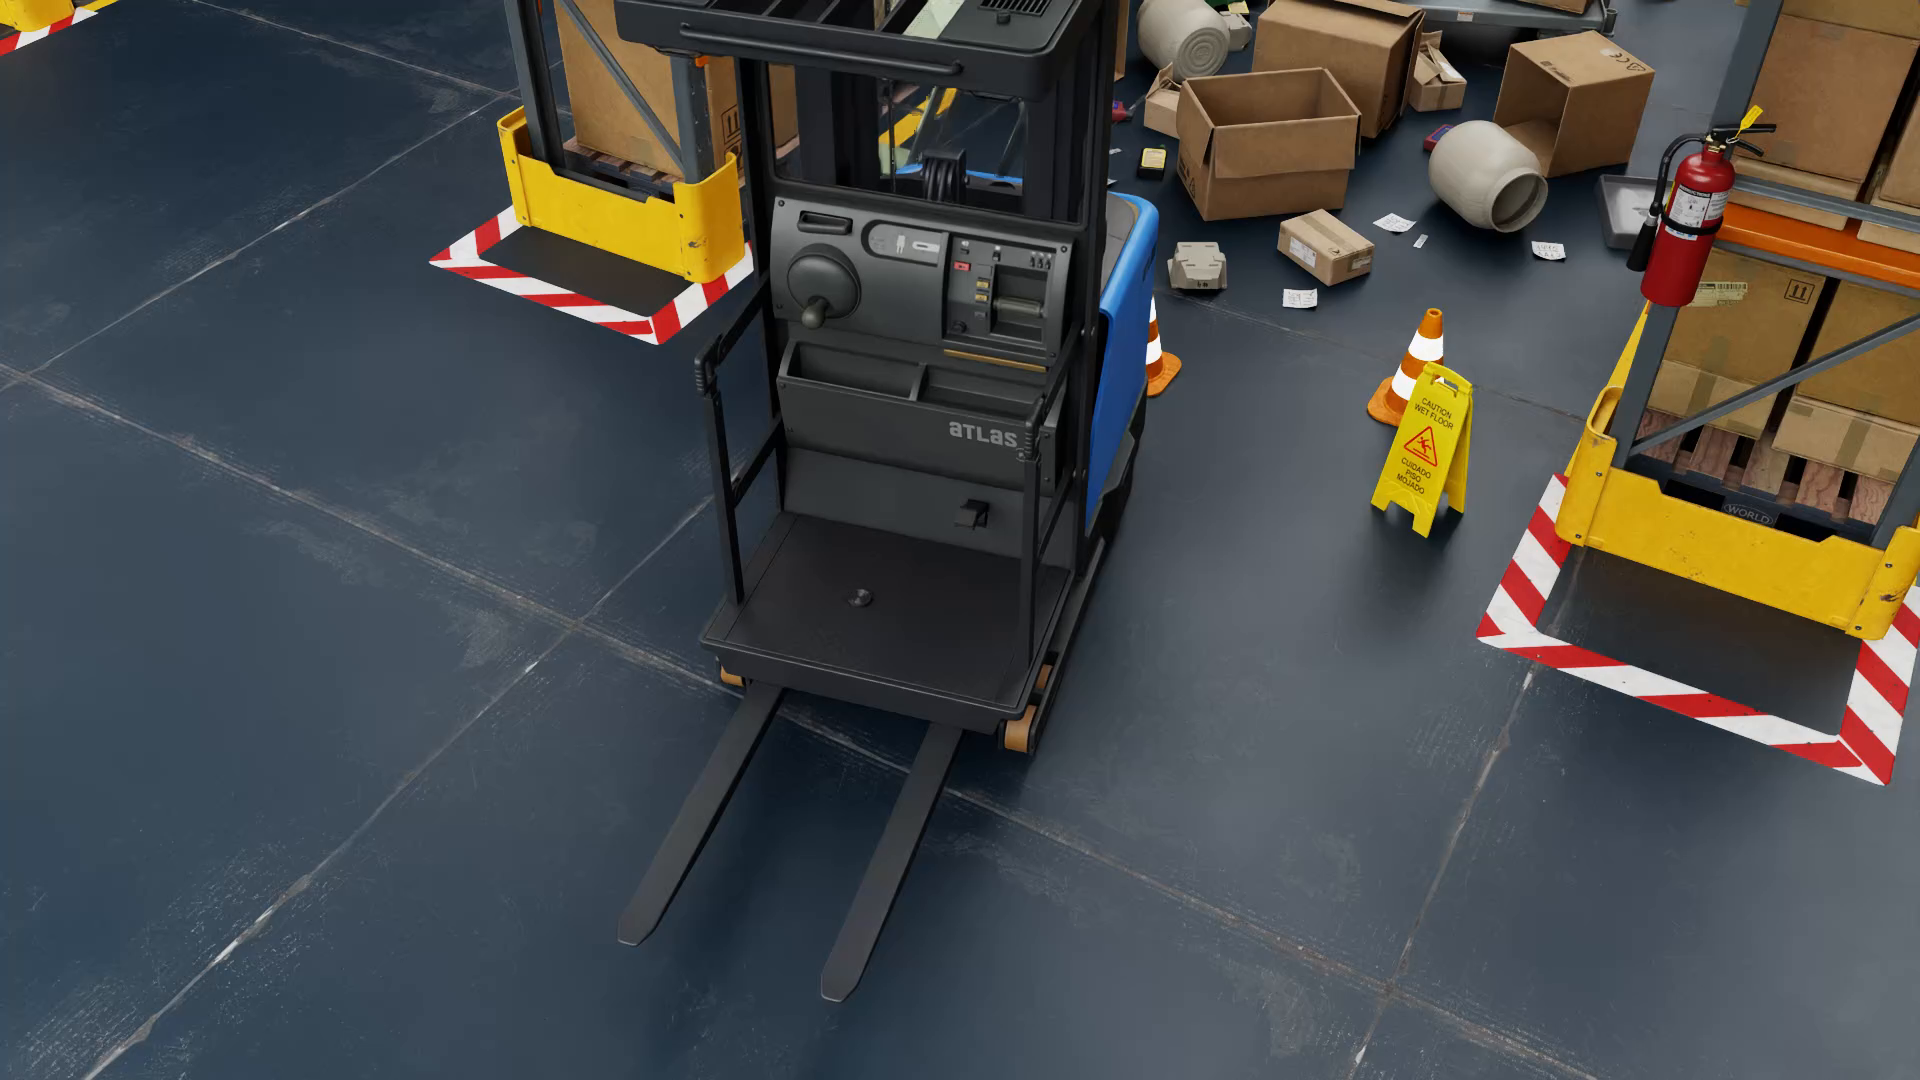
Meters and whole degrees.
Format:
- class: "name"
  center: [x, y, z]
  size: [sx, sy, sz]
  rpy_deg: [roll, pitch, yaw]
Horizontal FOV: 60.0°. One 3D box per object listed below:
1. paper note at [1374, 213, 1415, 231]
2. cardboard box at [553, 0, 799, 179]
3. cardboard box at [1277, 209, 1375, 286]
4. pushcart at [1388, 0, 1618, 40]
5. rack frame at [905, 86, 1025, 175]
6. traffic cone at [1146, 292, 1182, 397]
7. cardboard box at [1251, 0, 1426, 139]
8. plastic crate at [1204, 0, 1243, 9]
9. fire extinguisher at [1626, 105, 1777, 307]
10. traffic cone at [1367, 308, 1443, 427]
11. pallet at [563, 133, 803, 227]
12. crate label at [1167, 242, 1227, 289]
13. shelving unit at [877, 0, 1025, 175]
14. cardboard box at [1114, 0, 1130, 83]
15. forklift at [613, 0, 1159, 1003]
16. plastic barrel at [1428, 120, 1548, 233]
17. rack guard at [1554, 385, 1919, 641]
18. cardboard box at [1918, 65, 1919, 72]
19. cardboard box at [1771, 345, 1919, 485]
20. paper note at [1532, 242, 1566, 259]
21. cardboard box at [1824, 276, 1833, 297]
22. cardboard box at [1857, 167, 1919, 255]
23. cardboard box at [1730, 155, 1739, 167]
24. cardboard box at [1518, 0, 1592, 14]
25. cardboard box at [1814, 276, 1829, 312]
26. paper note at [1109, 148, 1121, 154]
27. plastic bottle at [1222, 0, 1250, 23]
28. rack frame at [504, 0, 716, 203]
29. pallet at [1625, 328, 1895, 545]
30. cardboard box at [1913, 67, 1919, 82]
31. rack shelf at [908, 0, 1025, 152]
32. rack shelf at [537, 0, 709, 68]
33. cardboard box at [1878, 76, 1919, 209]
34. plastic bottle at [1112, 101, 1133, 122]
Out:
- class: "paper note"
  center: [2.083, -1.521, 7.963]
  size: [0.142, 0.019, 0.148]
  rpy_deg: [-29, 49, -29]
- class: "cardboard box"
  center: [-1.276, -2.353, 7.942]
  size: [0.875, 0.875, 0.875]
  rpy_deg: [21, 46, 22]
- class: "cardboard box"
  center: [1.685, -1.352, 7.672]
  size: [0.250, 0.149, 0.380]
  rpy_deg: [-21, 45, -22]
- class: "pushcart"
  center: [2.781, -3.034, 9.410]
  size: [1.648, 0.377, 0.936]
  rpy_deg: [7, 42, 8]
- class: "rack frame"
  center: [-0.051, -1.364, 6.523]
  size: [0.400, 1.500, 0.023]
  rpy_deg: [10, 37, -24]
- class: "traffic cone"
  center: [0.746, -0.897, 6.918]
  size: [0.336, 0.463, 0.334]
  rpy_deg: [21, 45, 22]
- class: "cardboard box"
  center: [1.926, -2.498, 8.603]
  size: [0.797, 0.637, 0.503]
  rpy_deg: [21, 45, 22]
- class: "plastic crate"
  center: [1.491, -3.305, 9.818]
  size: [0.662, 0.188, 0.450]
  rpy_deg: [-21, 35, -22]
- class: "fire extinguisher"
  center: [2.322, -1.062, 5.245]
  size: [0.296, 0.674, 0.183]
  rpy_deg: [21, 45, 22]
- class: "traffic cone"
  center: [1.877, -0.724, 6.723]
  size: [0.336, 0.463, 0.334]
  rpy_deg: [21, 45, 22]
- class: "pallet"
  center: [-1.225, -2.020, 8.384]
  size: [1.003, 0.211, 1.213]
  rpy_deg: [21, 45, 22]
- class: "crate label"
  center: [1.085, -1.245, 7.560]
  size: [0.250, 0.136, 0.298]
  rpy_deg: [0, 41, 0]
- class: "shelving unit"
  center: [-0.131, -1.599, 6.792]
  size: [0.431, 1.500, 0.755]
  rpy_deg: [10, 37, -24]
- class: "cardboard box"
  center: [0.555, -2.707, 8.944]
  size: [0.500, 0.500, 0.500]
  rpy_deg: [29, 49, 29]
- class: "forklift"
  center: [-0.188, -0.703, 4.830]
  size: [1.130, 2.935, 3.031]
  rpy_deg: [12, 43, 13]
- class: "plastic barrel"
  center: [2.501, -1.720, 7.882]
  size: [0.421, 0.421, 0.512]
  rpy_deg: [-14, 43, -15]
- class: "rack guard"
  center: [2.816, -0.109, 5.996]
  size: [1.175, 0.500, 0.348]
  rpy_deg: [21, 45, 22]
- class: "cardboard box"
  center: [3.766, -1.922, 5.862]
  size: [0.500, 0.500, 0.500]
  rpy_deg: [20, 45, 21]
- class: "cardboard box"
  center: [3.422, -0.500, 6.311]
  size: [0.500, 0.250, 0.500]
  rpy_deg: [21, 45, 22]
- class: "paper note"
  center: [2.752, -1.358, 7.769]
  size: [0.142, 0.019, 0.148]
  rpy_deg: [7, 42, 8]
- class: "cardboard box"
  center: [3.691, -1.096, 6.420]
  size: [0.500, 0.500, 0.500]
  rpy_deg: [19, 45, 21]
- class: "cardboard box"
  center: [3.128, -1.036, 5.346]
  size: [0.380, 0.149, 0.250]
  rpy_deg: [21, 46, 22]
- class: "cardboard box"
  center: [2.811, -1.376, 5.733]
  size: [0.380, 0.149, 0.250]
  rpy_deg: [20, 45, 22]
- class: "cardboard box"
  center: [3.224, -3.210, 8.944]
  size: [0.500, 0.500, 0.500]
  rpy_deg: [21, 45, 22]
- class: "cardboard box"
  center: [3.946, -1.106, 6.999]
  size: [0.500, 0.250, 0.500]
  rpy_deg: [24, 47, 25]
- class: "paper note"
  center: [0.766, -1.979, 8.489]
  size: [0.123, 0.001, 0.032]
  rpy_deg: [-21, 45, -22]
- class: "plastic bottle"
  center: [1.612, -3.112, 9.737]
  size: [0.133, 0.061, 0.283]
  rpy_deg: [0, 41, 0]
- class: "rack frame"
  center: [-1.558, -2.583, 6.914]
  size: [1.000, 3.000, 0.127]
  rpy_deg: [21, 45, 22]
- class: "pallet"
  center: [3.254, -0.454, 6.606]
  size: [1.003, 0.211, 1.213]
  rpy_deg: [21, 45, 22]
- class: "cardboard box"
  center: [3.792, -1.770, 6.180]
  size: [0.380, 0.149, 0.250]
  rpy_deg: [22, 46, 23]
- class: "rack shelf"
  center: [0.013, -1.892, 6.579]
  size: [0.431, 0.370, 0.720]
  rpy_deg: [10, 37, -24]
- class: "rack shelf"
  center: [-0.557, -3.458, 8.451]
  size: [1.077, 0.370, 4.000]
  rpy_deg: [21, 45, 22]
- class: "cardboard box"
  center: [3.256, -1.332, 5.193]
  size: [0.500, 0.500, 0.500]
  rpy_deg: [20, 45, 21]
- class: "plastic bottle"
  center: [0.775, -2.268, 8.779]
  size: [0.283, 0.061, 0.133]
  rpy_deg: [7, 42, 8]
